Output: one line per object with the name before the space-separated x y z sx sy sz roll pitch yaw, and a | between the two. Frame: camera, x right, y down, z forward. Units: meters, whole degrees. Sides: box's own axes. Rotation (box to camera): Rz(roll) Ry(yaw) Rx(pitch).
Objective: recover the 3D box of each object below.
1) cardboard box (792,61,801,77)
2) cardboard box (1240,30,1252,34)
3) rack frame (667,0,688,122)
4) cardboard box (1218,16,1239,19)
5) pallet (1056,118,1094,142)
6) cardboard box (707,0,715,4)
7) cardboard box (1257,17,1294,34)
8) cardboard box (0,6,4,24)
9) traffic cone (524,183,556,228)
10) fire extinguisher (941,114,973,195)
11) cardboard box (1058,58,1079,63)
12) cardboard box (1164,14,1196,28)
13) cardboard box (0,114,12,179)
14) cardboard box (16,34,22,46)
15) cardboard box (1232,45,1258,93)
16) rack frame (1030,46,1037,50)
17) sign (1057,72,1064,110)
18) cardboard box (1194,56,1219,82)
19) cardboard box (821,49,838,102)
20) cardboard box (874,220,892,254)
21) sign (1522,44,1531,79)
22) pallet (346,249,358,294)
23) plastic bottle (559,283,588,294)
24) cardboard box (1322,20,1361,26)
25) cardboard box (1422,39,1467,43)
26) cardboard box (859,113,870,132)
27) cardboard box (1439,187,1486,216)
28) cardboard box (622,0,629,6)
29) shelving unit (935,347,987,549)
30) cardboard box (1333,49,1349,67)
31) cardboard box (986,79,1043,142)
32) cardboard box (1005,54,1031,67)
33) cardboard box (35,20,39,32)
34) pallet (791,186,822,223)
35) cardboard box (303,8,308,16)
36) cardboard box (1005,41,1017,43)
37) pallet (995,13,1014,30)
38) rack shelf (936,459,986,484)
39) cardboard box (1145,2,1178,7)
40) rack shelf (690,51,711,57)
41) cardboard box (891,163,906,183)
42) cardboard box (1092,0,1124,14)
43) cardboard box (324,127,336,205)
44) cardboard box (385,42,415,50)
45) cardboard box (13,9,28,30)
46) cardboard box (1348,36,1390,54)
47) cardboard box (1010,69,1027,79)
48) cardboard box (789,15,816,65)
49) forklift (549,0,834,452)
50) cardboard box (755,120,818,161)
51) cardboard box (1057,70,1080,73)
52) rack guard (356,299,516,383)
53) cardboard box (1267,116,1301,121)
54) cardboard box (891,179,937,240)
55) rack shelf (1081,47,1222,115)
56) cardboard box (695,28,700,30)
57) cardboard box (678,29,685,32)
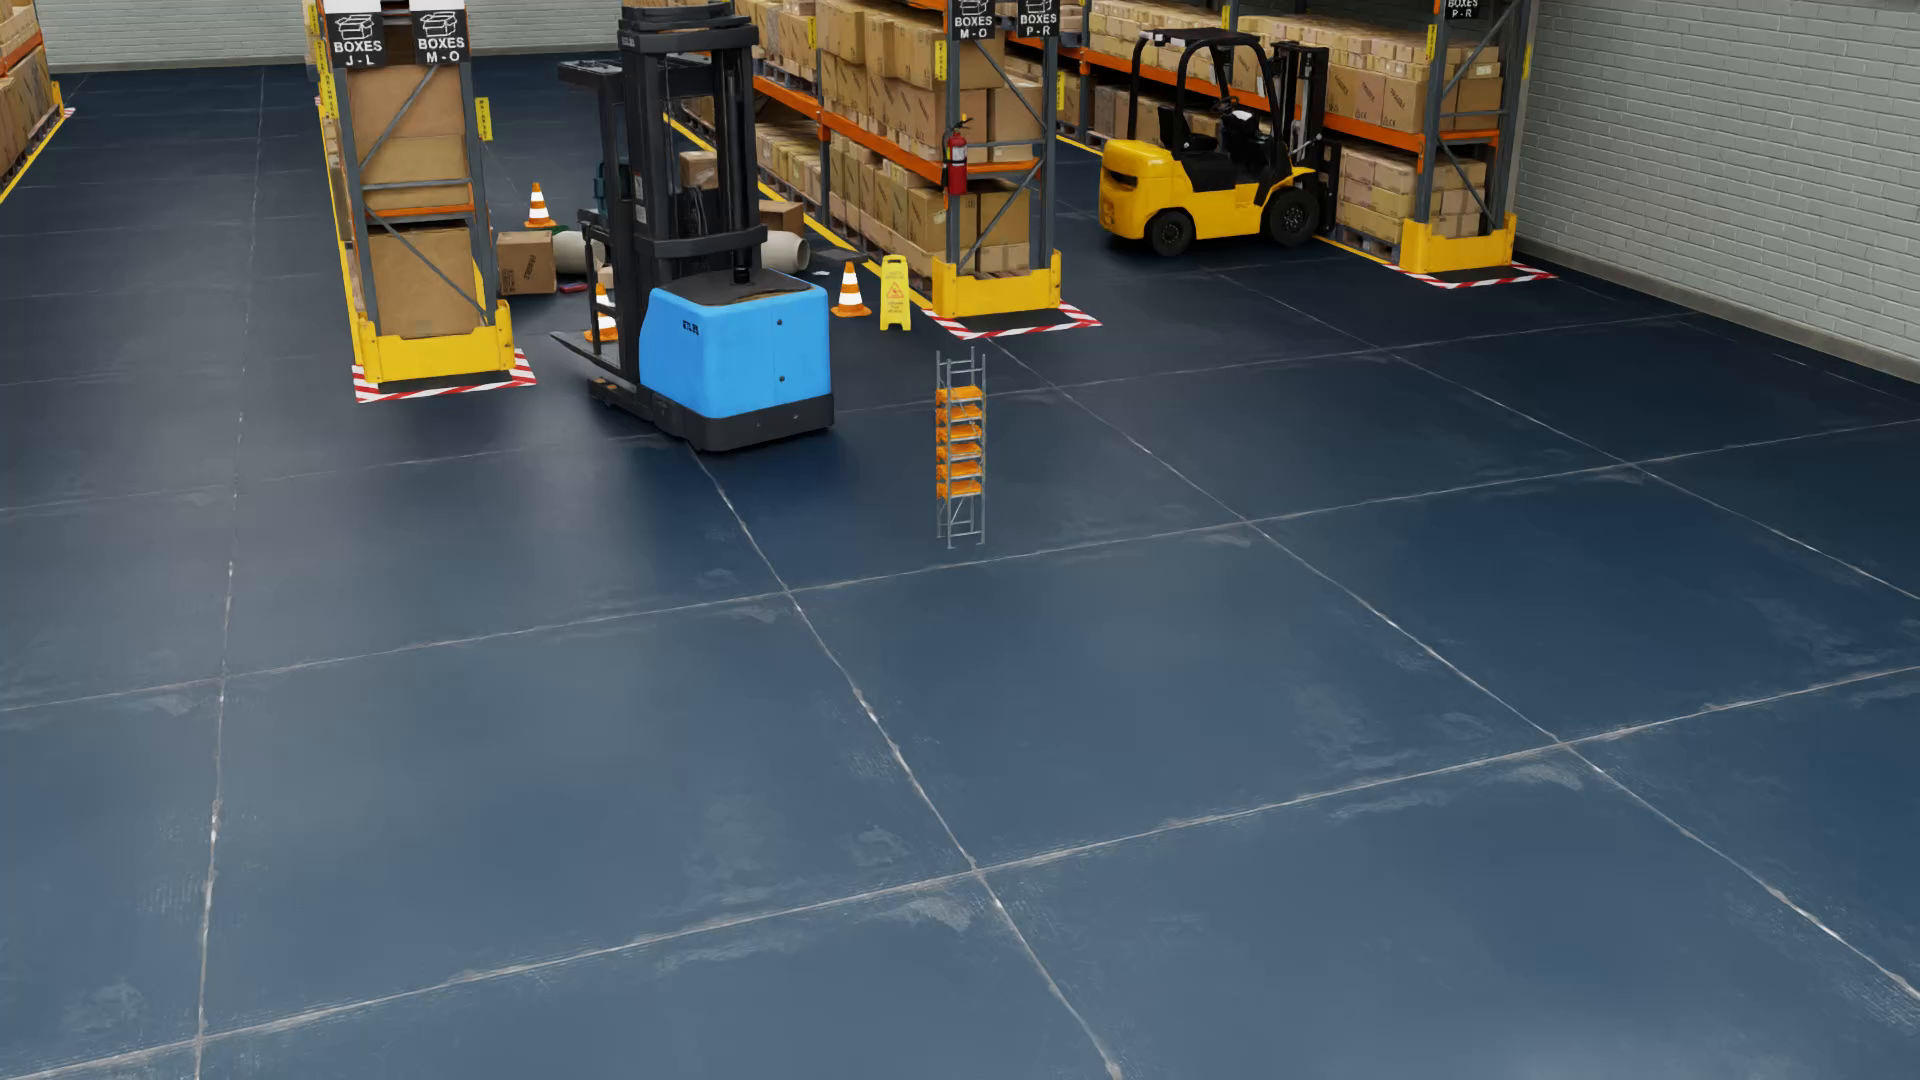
cardboard box | -1.691 -5.354 18.873 0.380 0.149 0.250 -9 24 -20
cardboard box | 3.459 -5.815 19.222 0.380 0.149 0.250 -9 24 -20
rack frame | -3.876 -7.847 25.005 1.000 3.000 0.127 -8 24 -19
cardboard box | 3.427 -6.410 20.632 0.380 0.149 0.250 -9 24 -20
pallet | 1.951 -6.067 24.373 1.003 0.211 1.213 -8 24 -19
cardboard box | -3.079 -7.237 22.143 0.500 0.500 0.500 -8 24 -18
cardboard box | 3.621 -5.868 18.963 0.380 0.149 0.250 -8 24 -18
cardboard box | -13.077 -7.110 22.101 0.500 0.500 0.500 -8 24 -19
traffic cone | -4.706 -3.750 18.550 0.336 0.463 0.334 -8 24 -19
fire extinguisher | -0.027 -3.346 14.427 0.296 0.674 0.183 -8 24 -19
cardboard box | 1.664 -7.311 25.577 0.380 0.149 0.250 -8 24 -18
cardboard box | 2.785 -6.521 20.896 0.380 0.149 0.250 -8 24 -19
cardboard box | -12.266 -4.827 20.035 1.225 0.875 0.875 -8 24 -19
cardboard box | -13.398 -6.995 23.308 0.380 0.149 0.250 -8 24 -18
cardboard box | 3.505 -5.471 19.241 0.500 0.500 0.500 -9 24 -20
rack frame | 0.767 -8.529 26.624 1.000 3.000 0.127 -8 24 -19
sign | 0.871 -3.960 14.669 0.100 0.325 0.005 -8 24 -19
cardboard box | 3.170 -5.701 20.106 0.500 0.250 0.500 -8 24 -18
cardboard box | -1.155 -4.925 17.561 0.500 0.500 0.500 -8 24 -19
cardboard box | -0.539 -3.049 16.620 0.500 0.250 0.500 -9 25 -21
sign | 5.527 -4.678 16.271 0.100 0.325 0.005 -8 24 -19
pallet | -5.449 -2.652 16.271 1.003 0.211 1.213 -8 24 -19
plastic bottle | -3.677 -2.411 15.892 0.283 0.061 0.133 -18 29 -37
cardboard box | 4.291 -5.756 18.699 0.380 0.149 0.250 -9 24 -20
cardboard box | 4.920 -4.996 16.895 0.380 0.149 0.250 -8 24 -18
cardboard box | -0.795 -4.200 16.675 0.380 0.149 0.250 -8 24 -19
cardboard box | 5.034 -3.525 17.108 0.500 0.250 0.500 -8 24 -18
cardboard box | -5.388 -9.132 27.927 0.500 0.500 0.500 -9 24 -19
shelving unit | 0.005 -0.548 10.004 0.258 1.200 0.189 -8 24 -19
cardboard box | 4.145 -5.064 17.439 0.380 0.149 0.250 -8 24 -19
cardboard box | 0.456 -3.880 15.082 0.500 0.500 0.500 -9 24 -20
cardboard box | 0.916 -7.521 26.075 0.380 0.149 0.250 -10 25 -22
cardboard box | -14.126 -7.741 25.076 0.380 0.149 0.250 -8 24 -18
pallet | -1.326 -3.938 19.321 1.003 0.211 1.213 -8 24 -19
cardboard box | -8.304 -6.807 21.555 0.380 0.149 0.250 -7 24 -17
cardboard box | 0.701 -7.848 26.468 0.380 0.149 0.250 -9 24 -20
pallet | 0.947 -8.135 25.937 1.003 0.211 1.213 -8 24 -19
rack shelf | 0.005 -0.396 10.068 0.258 0.103 0.180 -8 24 -19
cardboard box | 2.715 -7.148 22.384 0.380 0.149 0.250 -8 24 -19
rack shelf | -3.169 -6.789 23.421 1.077 0.370 4.000 -8 24 -19
cardboard box | -0.442 -3.529 15.959 0.380 0.149 0.250 -8 24 -18
cardboard box | 2.017 -7.265 22.660 0.380 0.149 0.250 -8 24 -17
cardboard box | -6.615 -4.284 18.907 1.050 0.750 0.750 -8 24 -18
cardboard box | -4.678 -3.887 14.026 0.875 0.550 0.550 -8 24 -19
cardboard box | -13.781 -7.500 23.991 0.500 0.250 0.500 -9 25 -21
cardboard box | 4.234 -5.109 17.163 0.380 0.149 0.250 -8 24 -18
cardboard box | 1.097 -6.990 25.650 0.500 0.500 0.500 -9 25 -21
cardboard box | -1.604 -5.633 18.700 0.500 0.500 0.500 -8 24 -19
forklift | -2.208 -2.470 12.336 1.130 2.935 3.031 -17 28 -34
cardboard box | -2.272 -5.169 21.495 0.950 0.372 0.625 -10 25 -23
cardboard box | 1.591 -6.758 24.264 0.380 0.149 0.250 -9 25 -21
rack guard | -4.223 -1.610 13.426 1.175 0.500 0.348 -8 24 -19
cardboard box | 3.948 -4.857 19.625 0.500 0.250 0.500 -8 24 -18
cardboard box | -0.351 -3.203 16.022 0.500 0.500 0.500 -7 24 -17
rack shelf | 2.886 -6.018 21.591 1.077 0.370 4.000 -8 24 -19
cardboard box | -3.440 -7.253 23.147 0.500 0.250 0.500 -9 25 -21
cardboard box | -3.783 -7.394 24.123 0.500 0.250 0.500 -9 24 -20
